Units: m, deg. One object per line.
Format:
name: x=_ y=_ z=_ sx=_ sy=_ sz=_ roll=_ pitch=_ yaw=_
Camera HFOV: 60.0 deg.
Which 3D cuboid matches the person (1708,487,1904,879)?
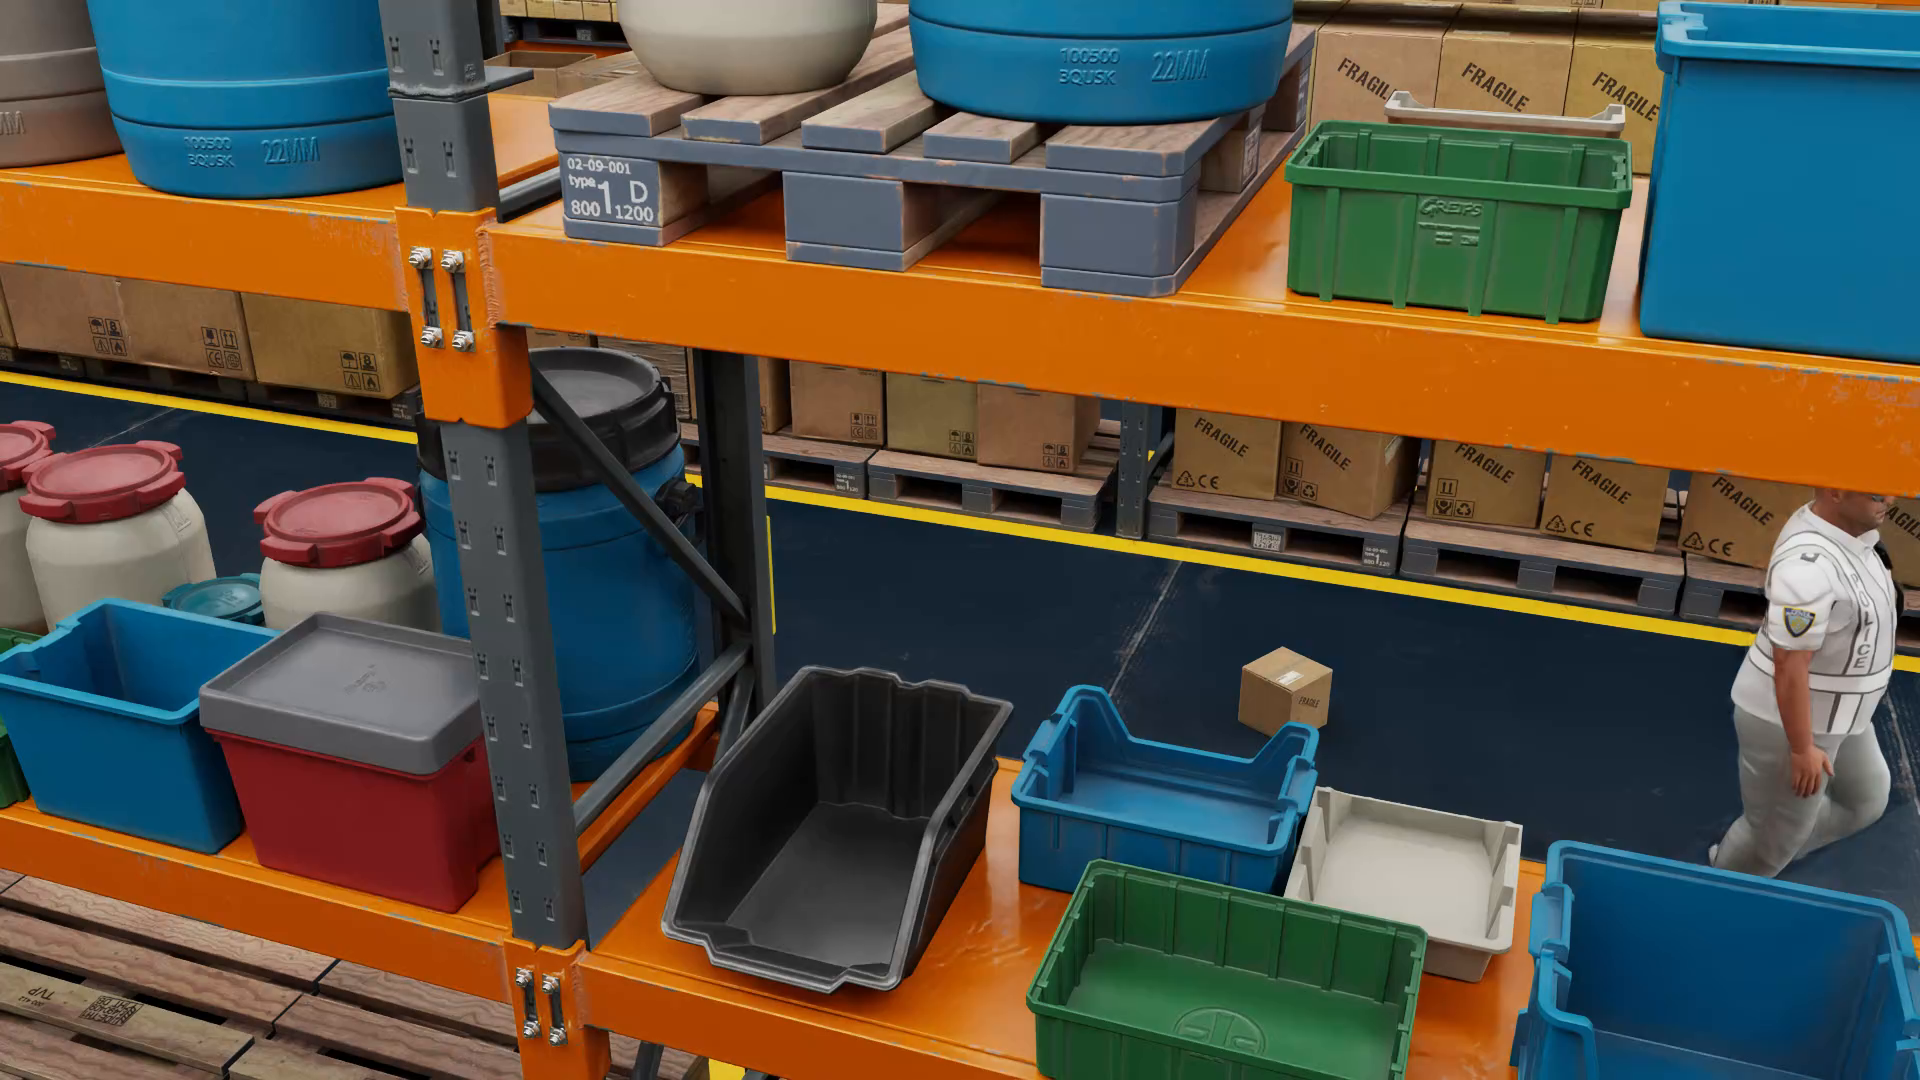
person: x=2.560 y=0.519 z=4.967 sx=0.461 sy=1.797 sz=0.568 roll=18 pitch=31 yaw=33
